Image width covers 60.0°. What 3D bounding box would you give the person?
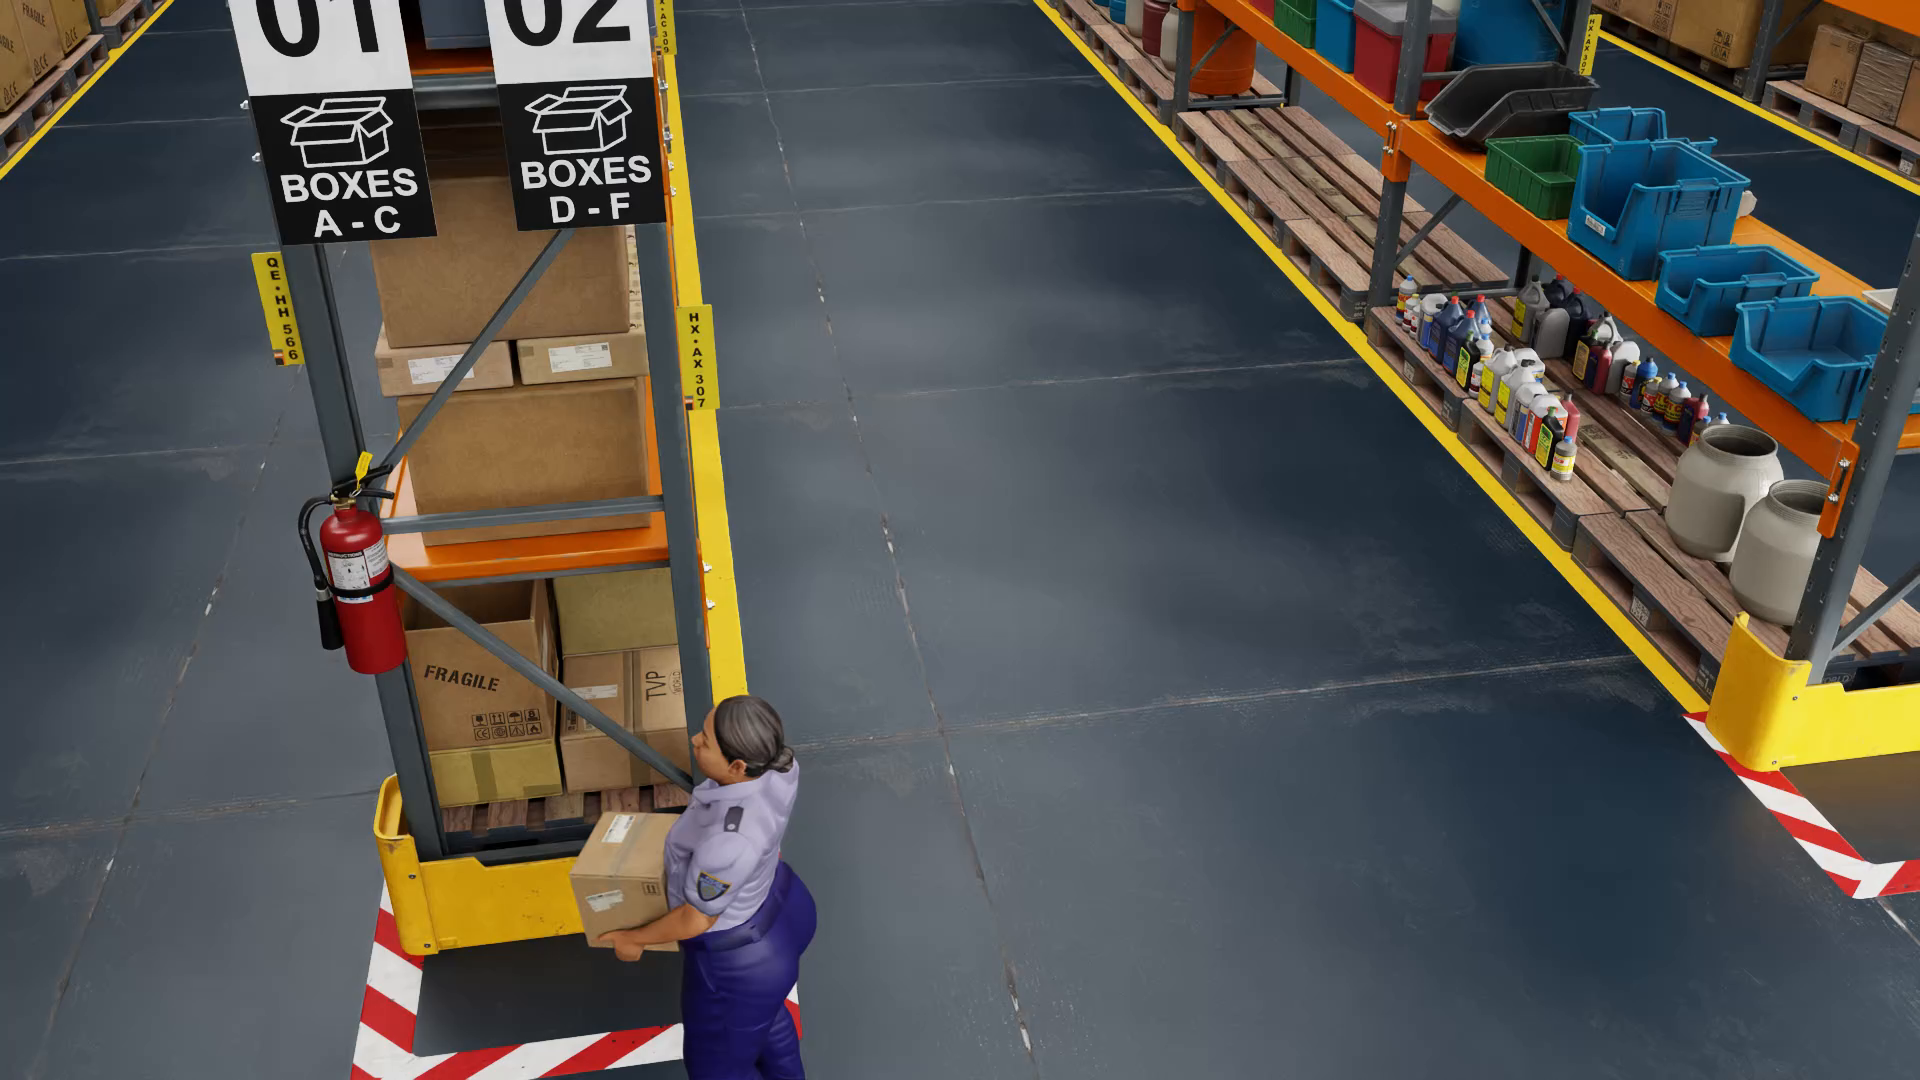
[{"bbox_3d":[-0.657,1.060,4.385,0.522,1.634,0.452,5,31,9],"label":"person"}]
